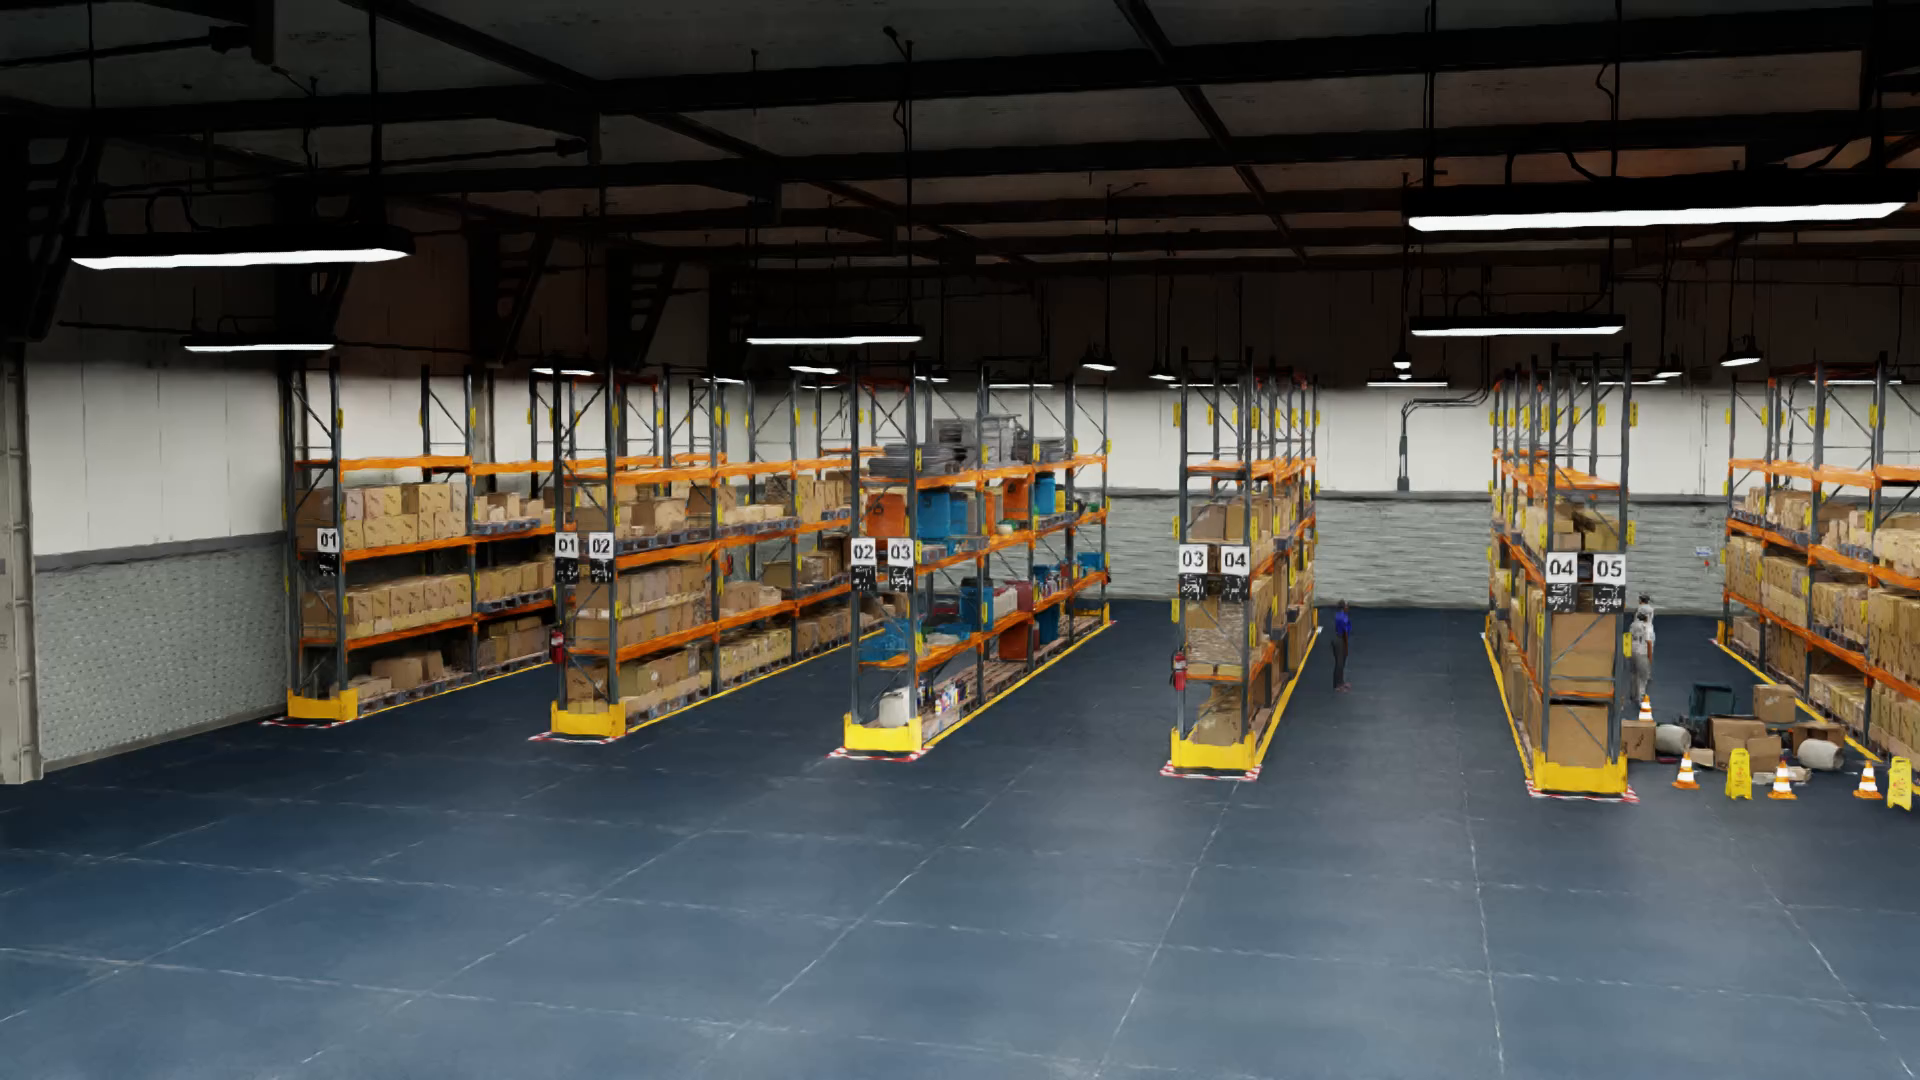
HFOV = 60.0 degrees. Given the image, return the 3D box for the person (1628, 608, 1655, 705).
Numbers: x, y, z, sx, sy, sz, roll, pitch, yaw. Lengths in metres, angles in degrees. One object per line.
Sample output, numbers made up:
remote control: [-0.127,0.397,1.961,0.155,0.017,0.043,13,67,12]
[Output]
person: [11.931,2.029,29.097,0.449,1.666,0.533,-1,4,-16]

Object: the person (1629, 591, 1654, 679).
person: [13.100,1.816,31.906,0.520,1.672,0.541,4,6,45]

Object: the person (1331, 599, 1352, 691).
person: [7.047,1.923,30.553,0.441,1.655,0.553,0,4,-6]
